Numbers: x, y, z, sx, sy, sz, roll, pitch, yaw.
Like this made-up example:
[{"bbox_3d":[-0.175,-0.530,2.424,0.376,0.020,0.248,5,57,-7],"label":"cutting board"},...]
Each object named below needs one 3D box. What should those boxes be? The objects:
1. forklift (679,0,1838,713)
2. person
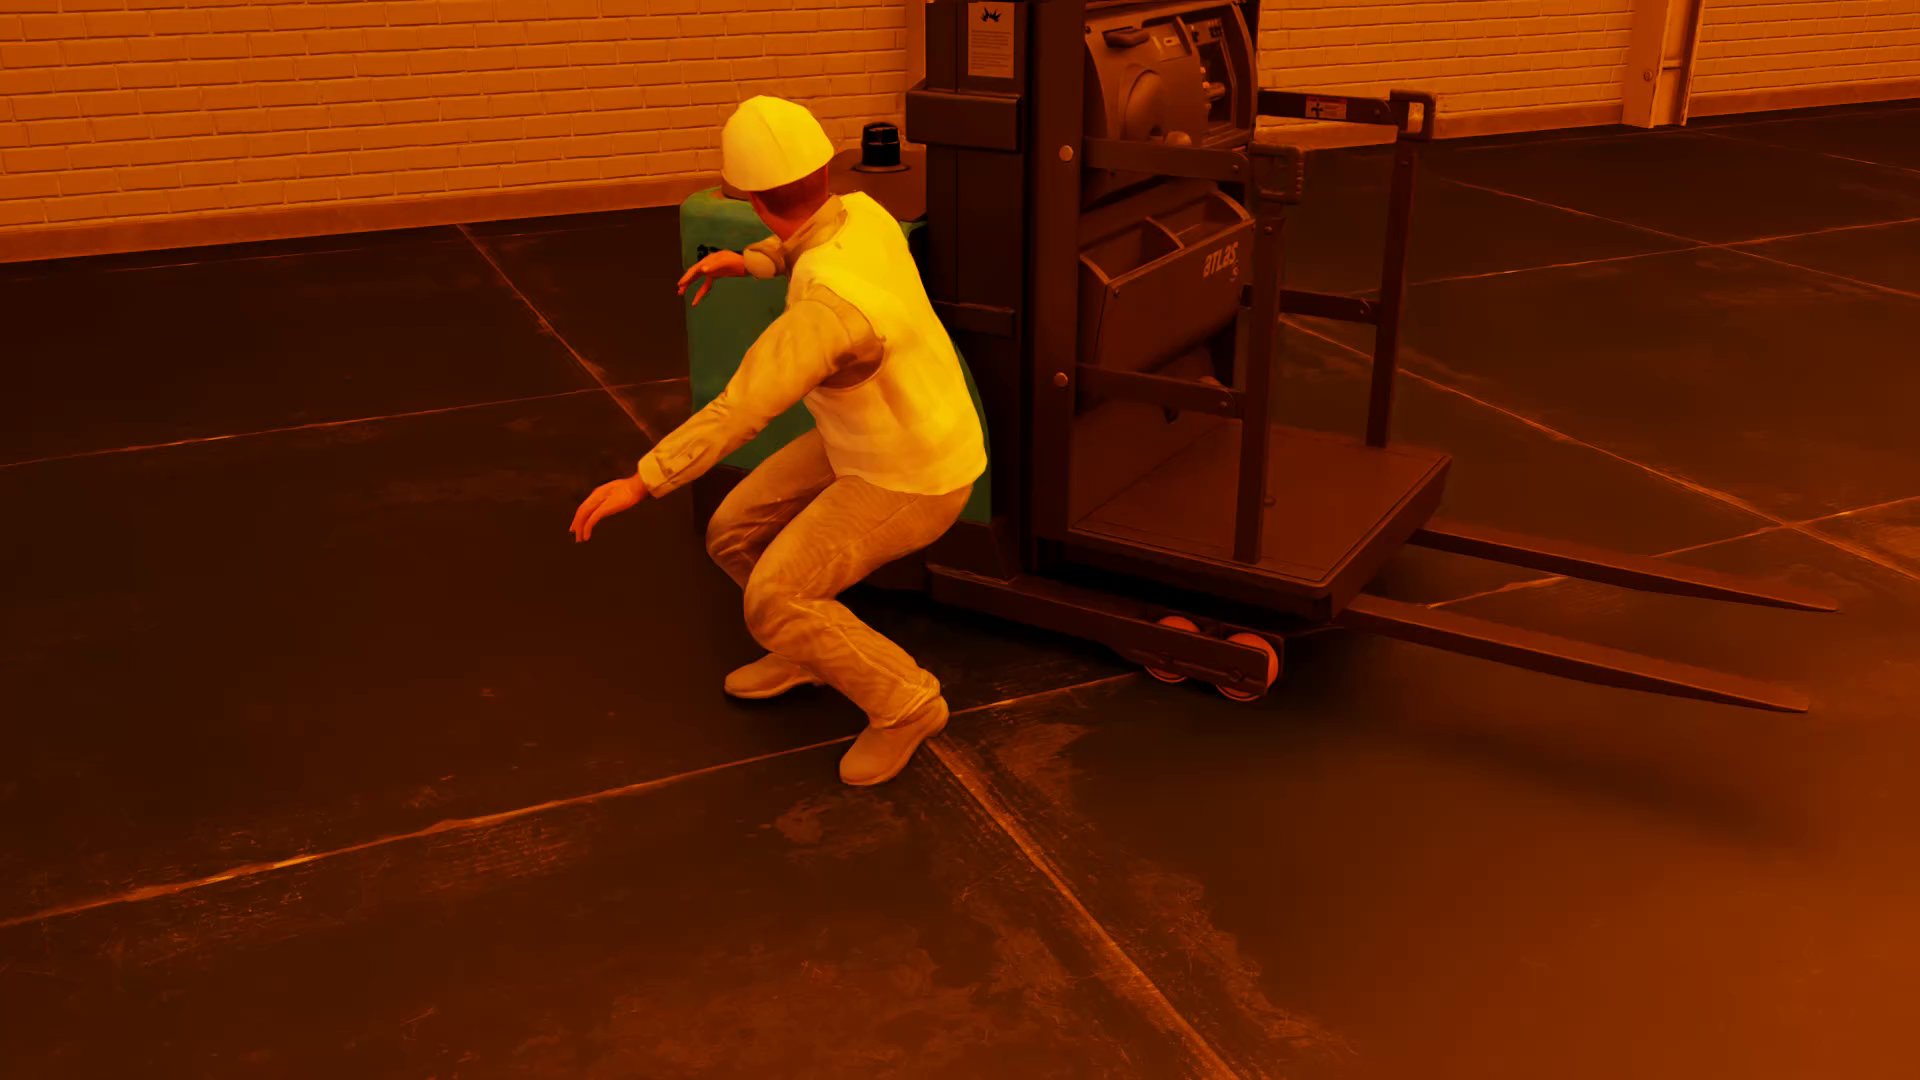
[{"bbox_3d":[0.727,-1.185,4.138,3.031,2.935,1.130,13,26,29],"label":"forklift"},{"bbox_3d":[-0.402,-0.217,3.686,0.916,1.515,0.782,-5,23,-11],"label":"person"}]
